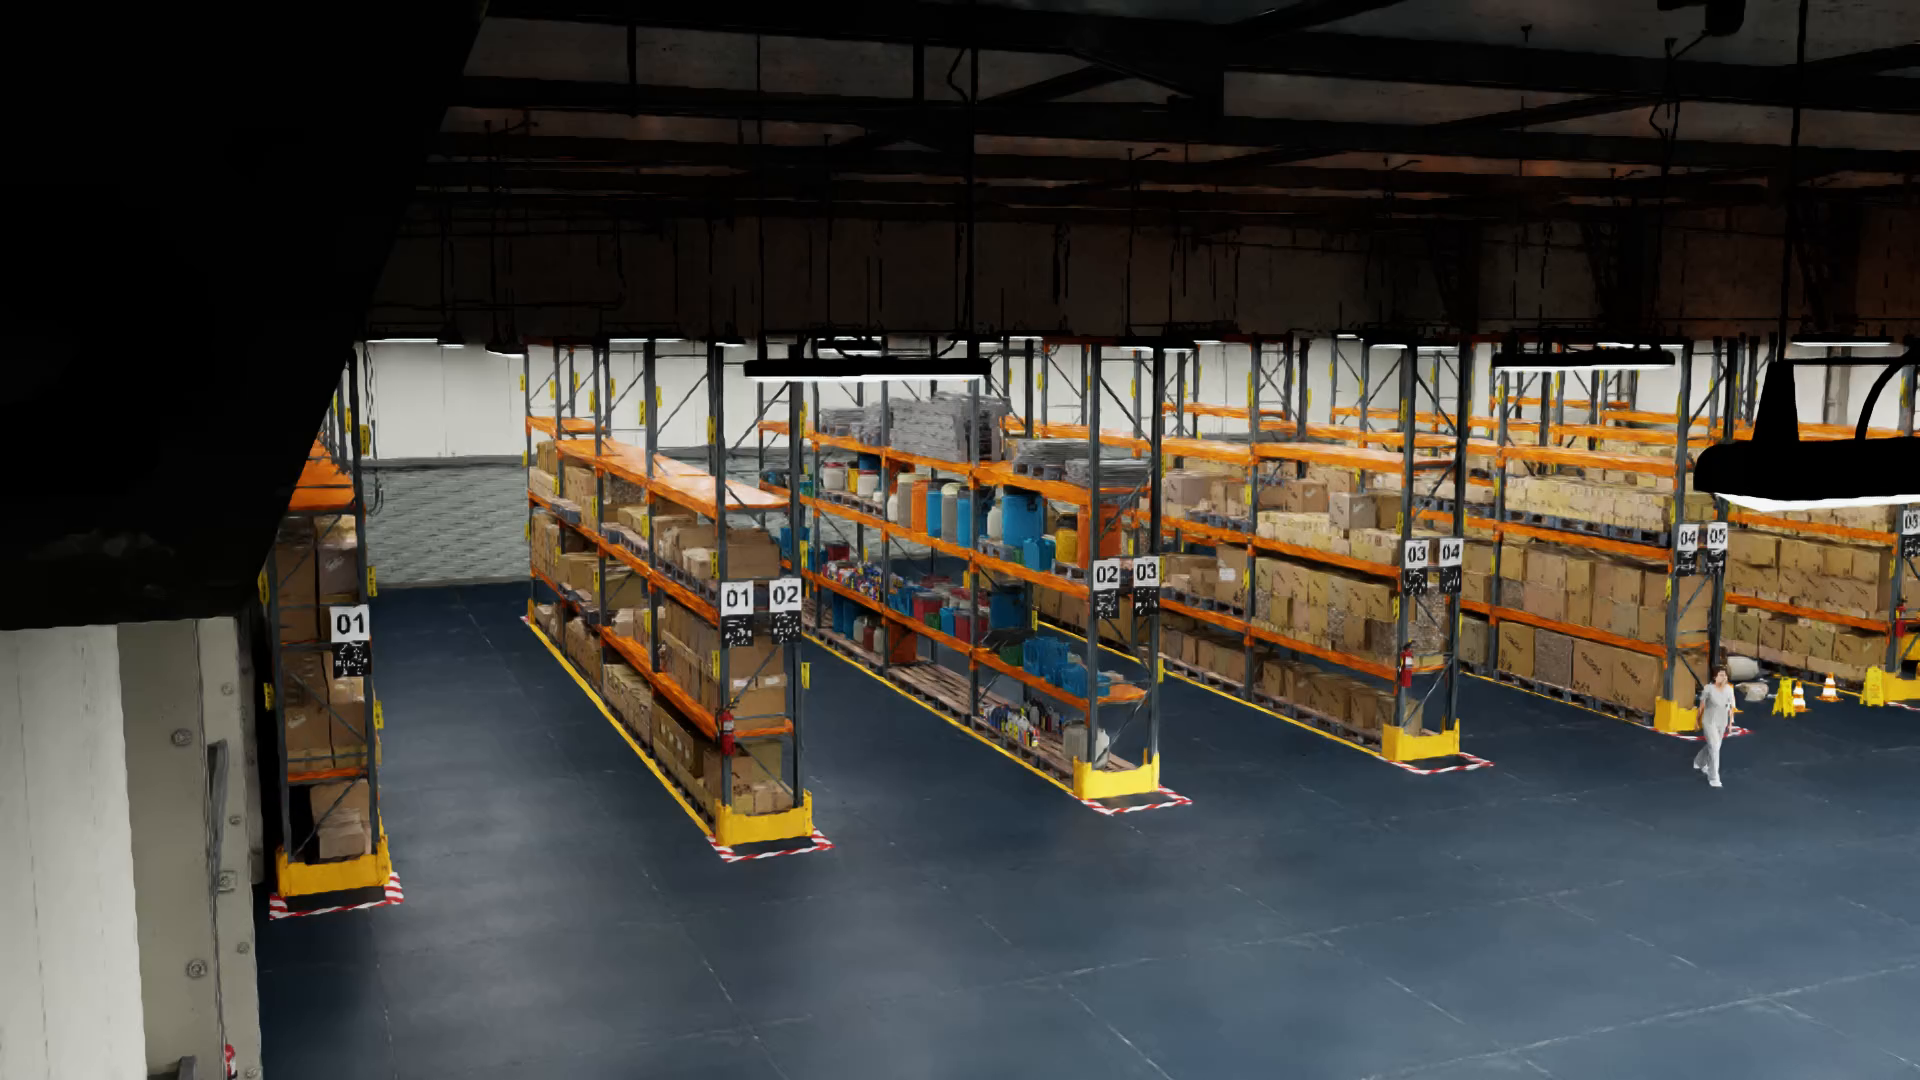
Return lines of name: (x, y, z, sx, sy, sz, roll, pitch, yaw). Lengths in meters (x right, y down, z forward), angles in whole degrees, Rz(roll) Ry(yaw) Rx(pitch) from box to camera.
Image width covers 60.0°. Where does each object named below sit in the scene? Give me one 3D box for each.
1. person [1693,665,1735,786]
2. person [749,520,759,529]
person: (10.340, 2.504, 22.786, 0.463, 1.620, 0.924, -1, 8, -6)
person: (-4.900, 0.303, 39.373, 0.655, 1.607, 0.767, -7, 10, -43)
